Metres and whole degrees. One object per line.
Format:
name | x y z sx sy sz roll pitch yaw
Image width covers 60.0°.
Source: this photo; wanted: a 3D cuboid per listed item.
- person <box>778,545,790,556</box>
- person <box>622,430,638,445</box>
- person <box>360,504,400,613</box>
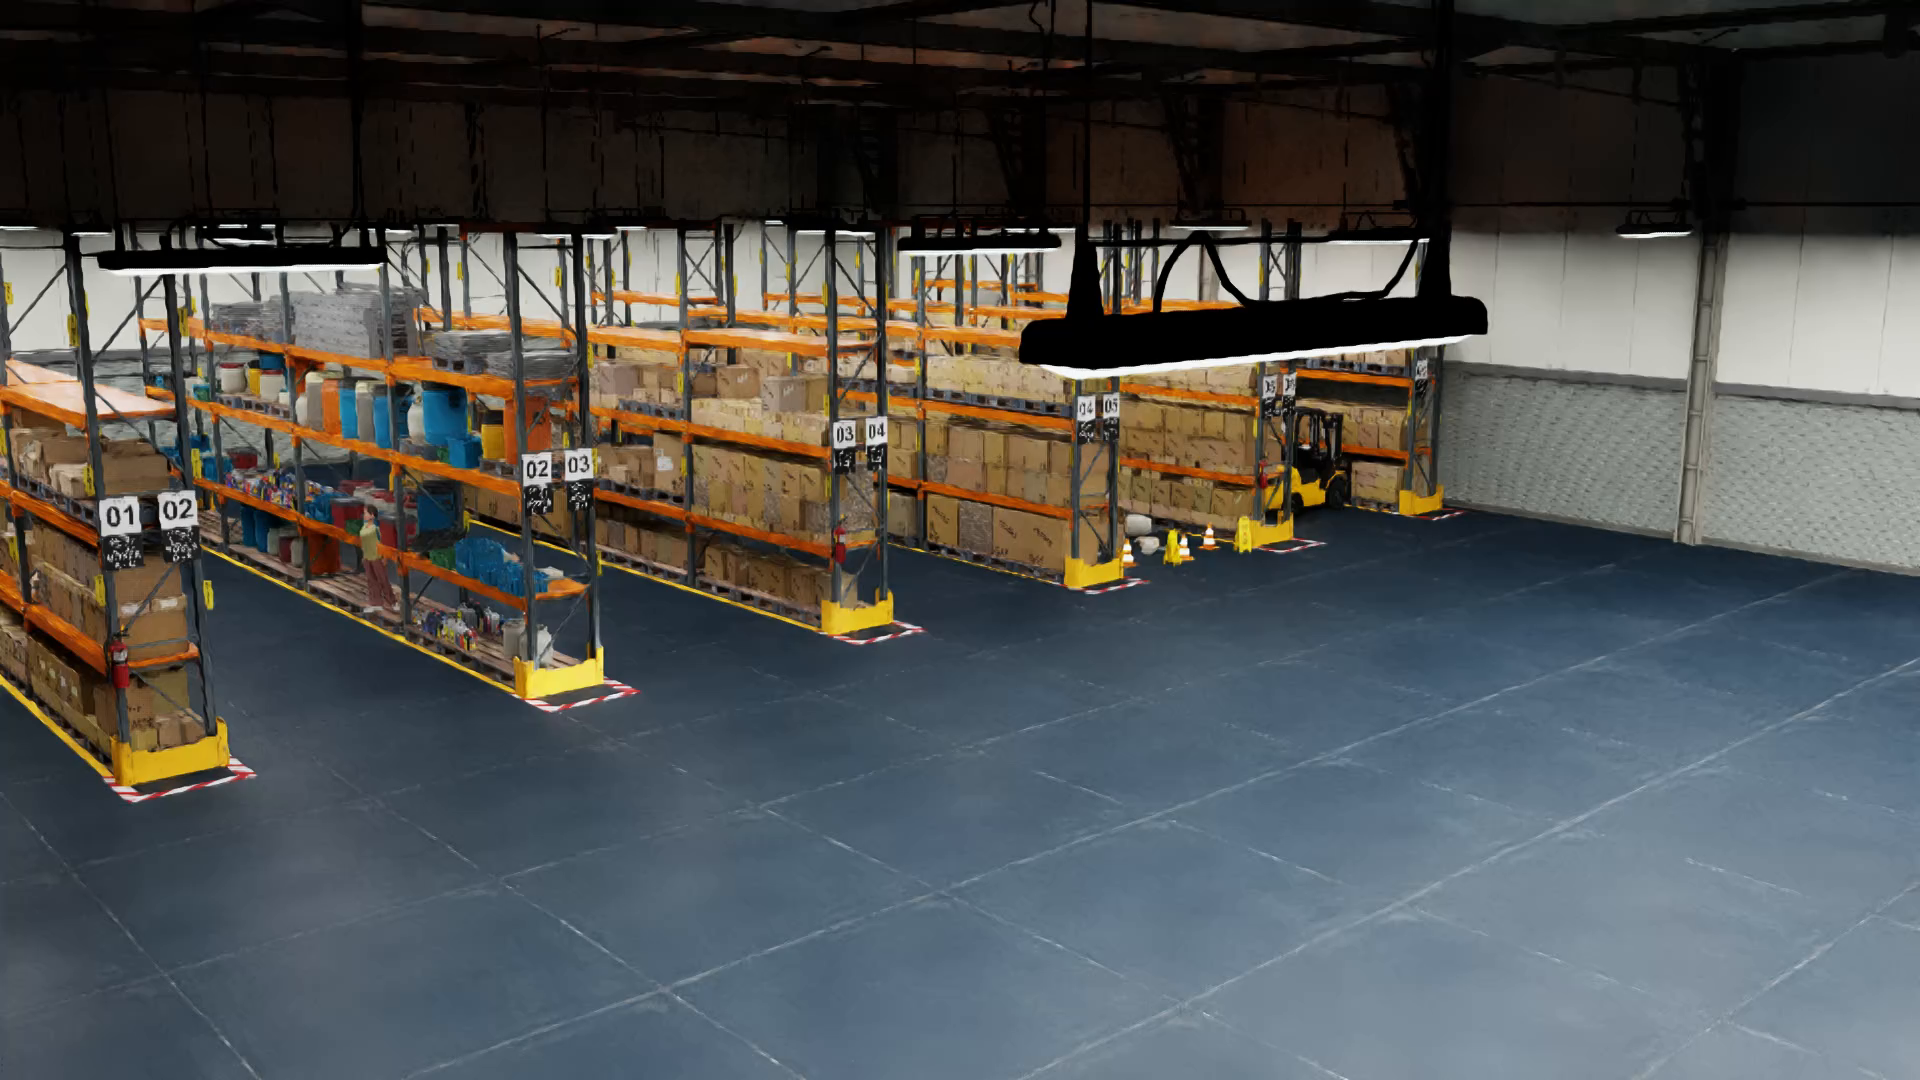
person | -3.007 -0.556 30.286 0.683 1.685 0.556 -10 15 -42
person | -8.671 -3.208 43.453 0.582 1.710 0.542 -1 11 -4
person | -8.857 0.270 25.313 0.542 1.670 0.466 6 13 29
